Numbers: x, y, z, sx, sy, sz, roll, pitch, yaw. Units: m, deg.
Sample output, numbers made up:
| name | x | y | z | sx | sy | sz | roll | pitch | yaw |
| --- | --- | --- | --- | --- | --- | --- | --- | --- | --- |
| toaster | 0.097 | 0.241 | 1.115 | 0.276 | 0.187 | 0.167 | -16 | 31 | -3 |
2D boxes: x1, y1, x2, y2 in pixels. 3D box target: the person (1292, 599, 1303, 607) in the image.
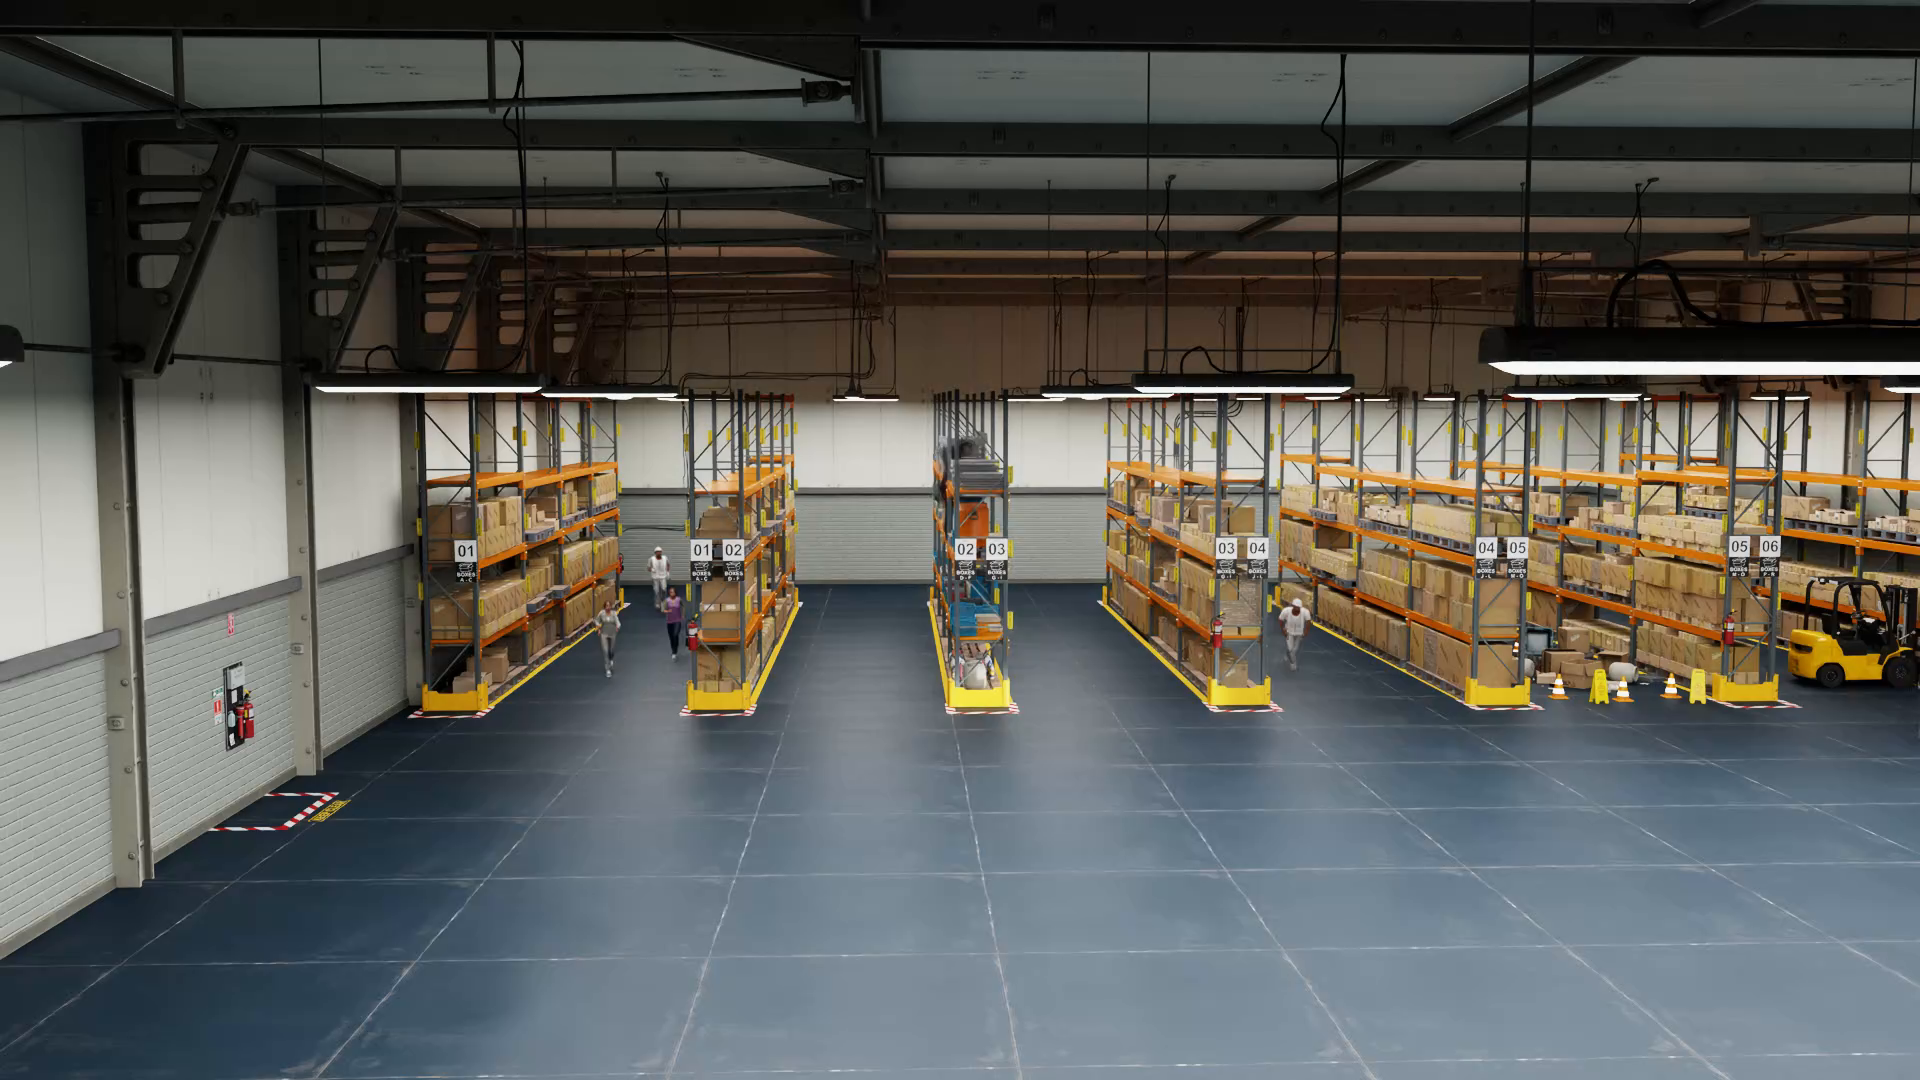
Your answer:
| name | x | y | z | sx | sy | sz | roll | pitch | yaw |
| --- | --- | --- | --- | --- | --- | --- | --- | --- | --- |
| person | 7.191 | 1.330 | 35.464 | 0.210 | 0.158 | 0.290 | 0 | 5 | -1 |

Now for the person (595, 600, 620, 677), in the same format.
| name | x | y | z | sx | sy | sz | roll | pitch | yaw |
| --- | --- | --- | --- | --- | --- | --- | --- | --- | --- |
| person | -7.488 | 2.059 | 35.356 | 0.519 | 1.598 | 0.840 | -1 | 5 | -16 |

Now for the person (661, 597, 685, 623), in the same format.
| name | x | y | z | sx | sy | sz | roll | pitch | yaw |
| --- | --- | --- | --- | --- | --- | --- | --- | --- | --- |
| person | -6.436 | 1.555 | 37.315 | 0.508 | 0.567 | 0.437 | 0 | 5 | -2 |
